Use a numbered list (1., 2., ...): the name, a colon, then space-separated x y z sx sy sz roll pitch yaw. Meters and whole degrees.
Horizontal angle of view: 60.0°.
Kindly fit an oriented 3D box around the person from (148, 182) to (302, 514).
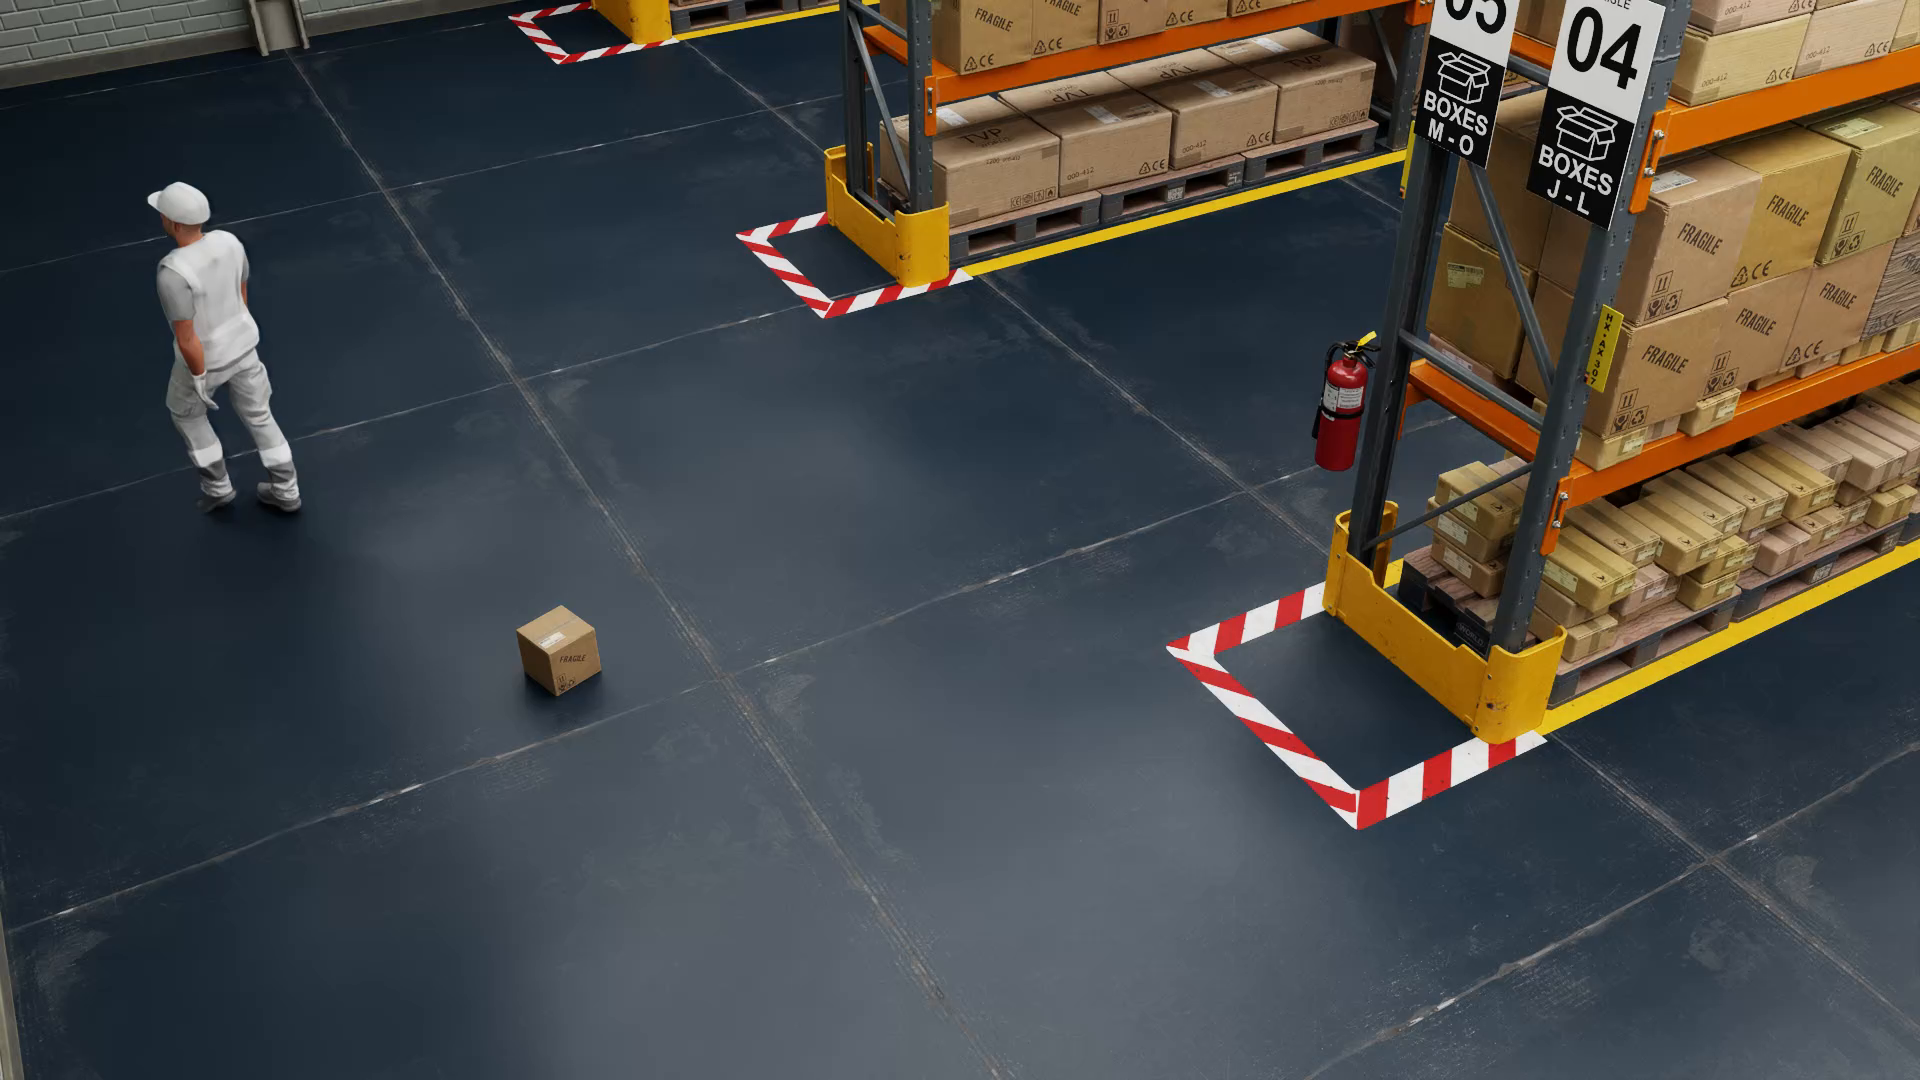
1. person: -3.658 -0.907 8.147 0.565 1.837 0.540 18 40 23
